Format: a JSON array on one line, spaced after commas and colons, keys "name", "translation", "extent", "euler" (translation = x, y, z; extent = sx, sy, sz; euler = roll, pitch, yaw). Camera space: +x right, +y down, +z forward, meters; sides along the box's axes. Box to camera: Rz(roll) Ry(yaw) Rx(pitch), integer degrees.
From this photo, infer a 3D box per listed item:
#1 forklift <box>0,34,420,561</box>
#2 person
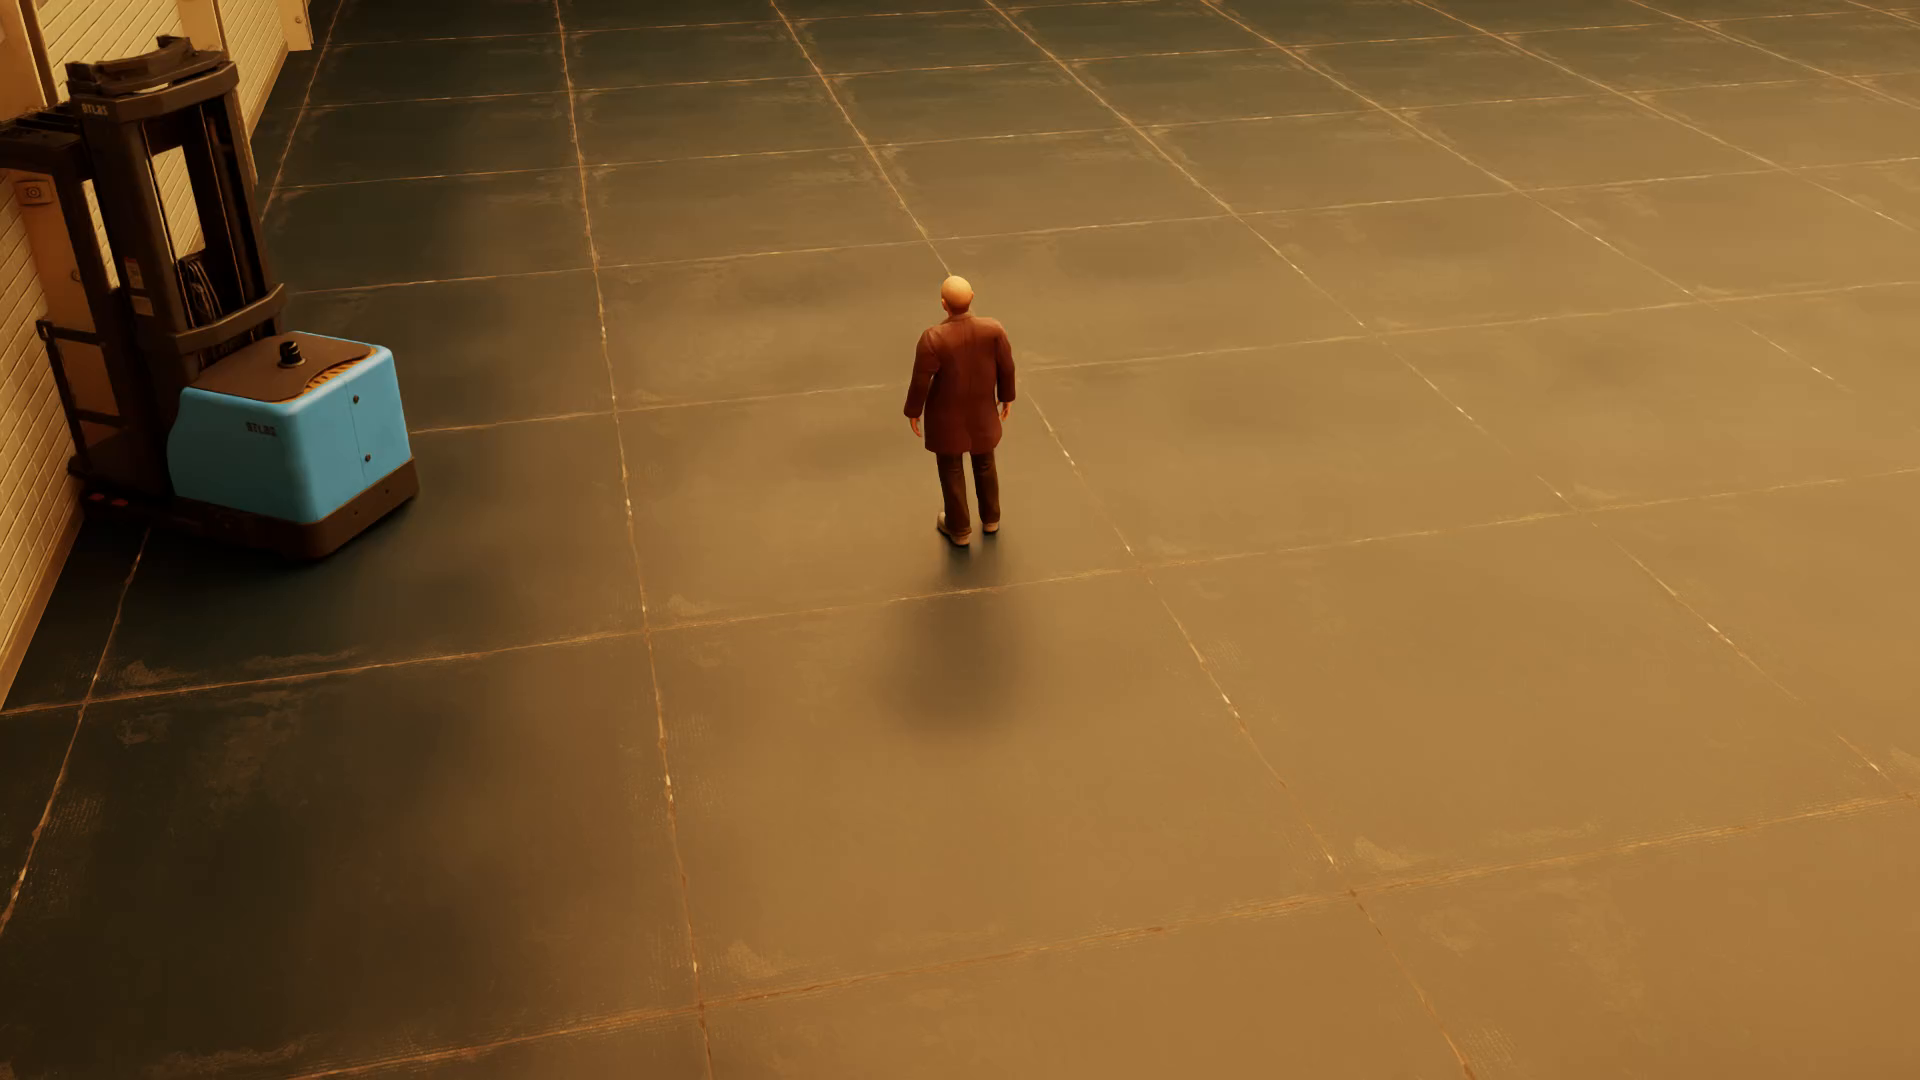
[{"name": "forklift", "translation": [-5.124, -1.599, 10.336], "extent": [3.031, 2.935, 1.130], "euler": [11, 32, 18]}, {"name": "person", "translation": [-0.016, -0.820, 10.128], "extent": [0.696, 1.775, 0.582], "euler": [-7, 31, -12]}]
